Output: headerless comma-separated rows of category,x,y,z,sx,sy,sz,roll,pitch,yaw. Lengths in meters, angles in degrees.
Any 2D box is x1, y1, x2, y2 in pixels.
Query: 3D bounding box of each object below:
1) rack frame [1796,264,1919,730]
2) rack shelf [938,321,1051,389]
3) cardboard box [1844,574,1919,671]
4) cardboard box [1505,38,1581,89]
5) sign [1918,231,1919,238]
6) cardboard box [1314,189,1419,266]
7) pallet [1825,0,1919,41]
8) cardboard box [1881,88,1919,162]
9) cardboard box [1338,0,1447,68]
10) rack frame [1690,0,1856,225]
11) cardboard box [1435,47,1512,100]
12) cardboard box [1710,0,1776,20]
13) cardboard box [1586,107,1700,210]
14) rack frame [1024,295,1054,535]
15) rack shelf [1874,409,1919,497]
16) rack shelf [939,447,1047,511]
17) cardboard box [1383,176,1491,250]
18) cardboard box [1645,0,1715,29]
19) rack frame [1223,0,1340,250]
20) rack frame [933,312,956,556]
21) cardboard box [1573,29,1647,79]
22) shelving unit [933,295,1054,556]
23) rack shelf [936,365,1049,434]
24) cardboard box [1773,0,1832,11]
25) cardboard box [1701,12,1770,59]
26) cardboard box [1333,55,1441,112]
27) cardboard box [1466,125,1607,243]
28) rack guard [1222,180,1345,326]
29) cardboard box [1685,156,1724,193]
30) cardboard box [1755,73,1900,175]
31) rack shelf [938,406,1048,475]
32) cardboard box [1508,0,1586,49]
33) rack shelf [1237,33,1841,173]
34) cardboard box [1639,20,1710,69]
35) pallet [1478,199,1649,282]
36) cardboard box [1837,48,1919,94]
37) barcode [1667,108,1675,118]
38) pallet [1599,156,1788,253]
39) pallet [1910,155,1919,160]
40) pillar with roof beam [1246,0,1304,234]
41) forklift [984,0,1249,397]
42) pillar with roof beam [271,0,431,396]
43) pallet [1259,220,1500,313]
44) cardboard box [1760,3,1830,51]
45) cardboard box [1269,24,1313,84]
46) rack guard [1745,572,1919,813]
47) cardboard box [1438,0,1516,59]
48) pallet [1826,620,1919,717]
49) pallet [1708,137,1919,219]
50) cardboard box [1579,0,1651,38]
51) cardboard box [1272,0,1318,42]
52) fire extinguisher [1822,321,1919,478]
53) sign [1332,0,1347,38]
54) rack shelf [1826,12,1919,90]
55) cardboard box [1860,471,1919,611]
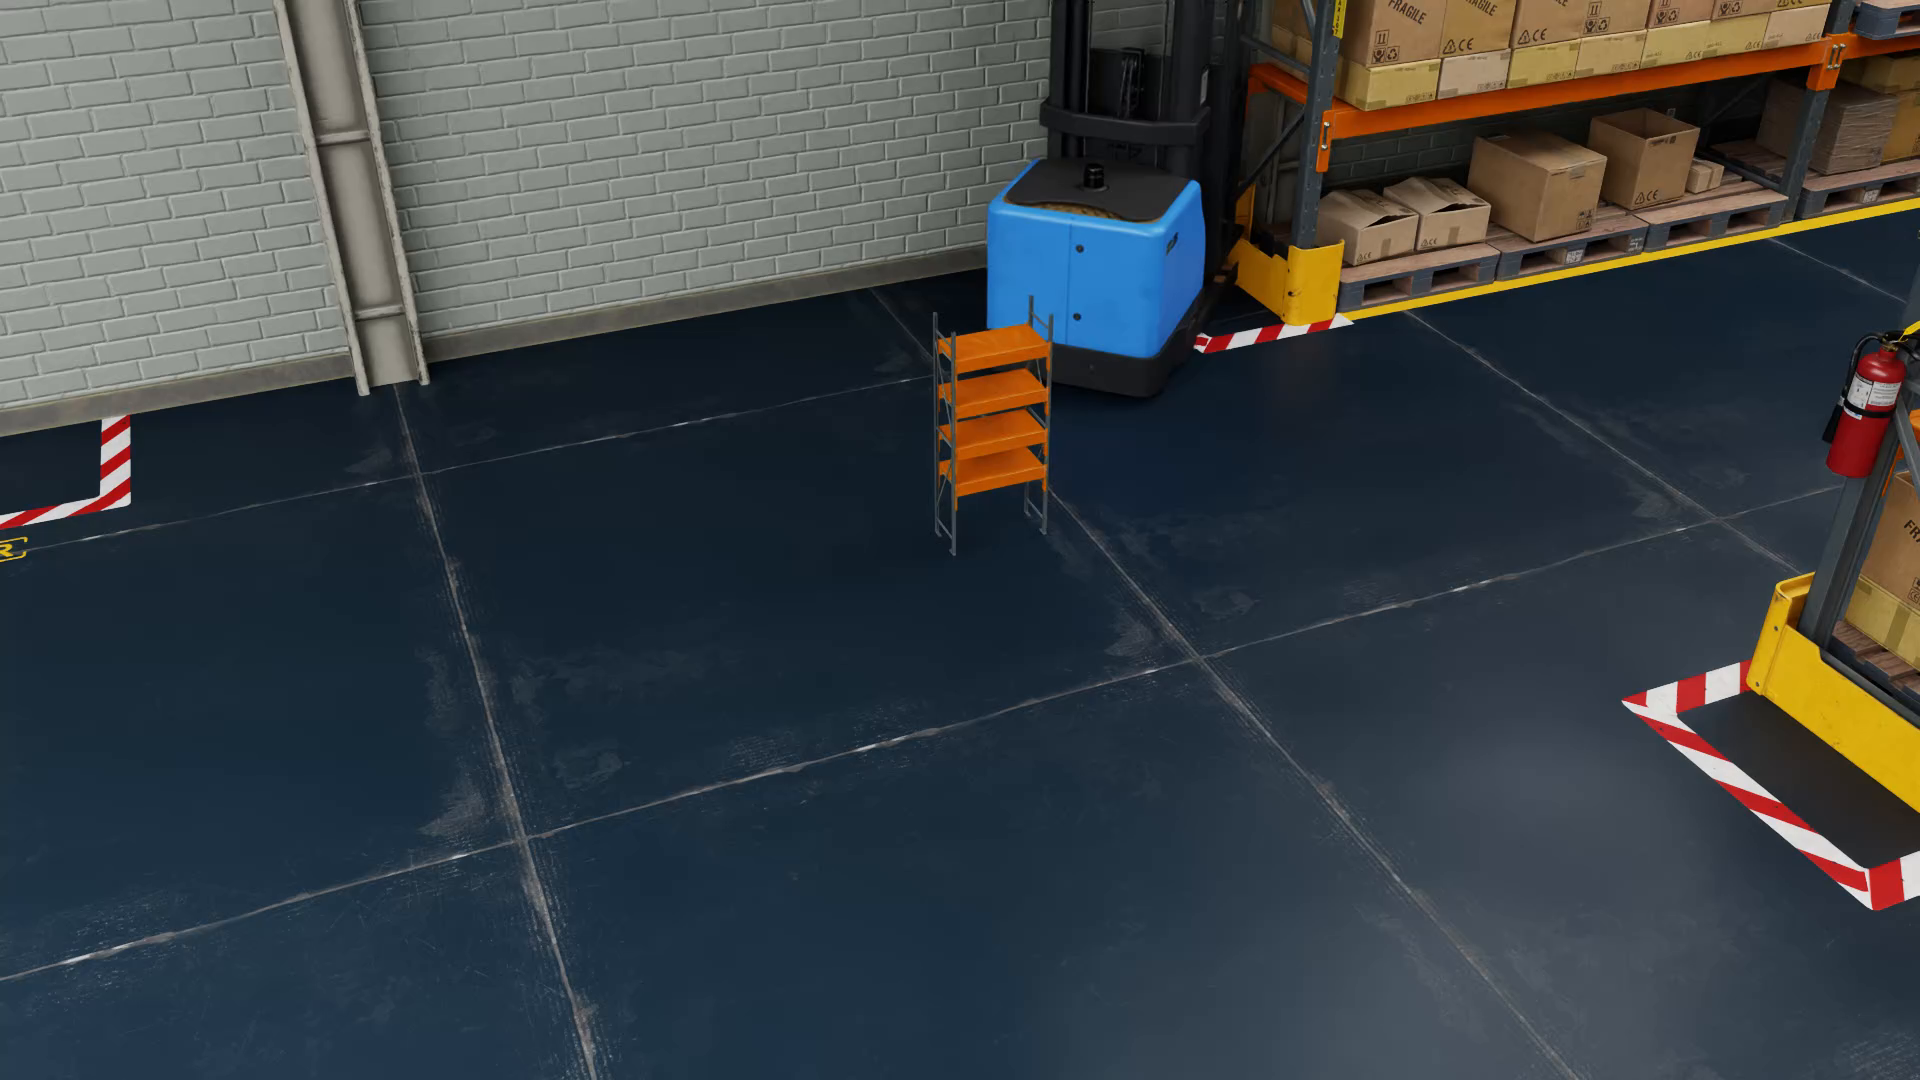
rack frame,3.831,-0.394,6.105,0.127,3.000,1.000,-13,35,-19
rack shelf,0.153,-0.867,7.762,0.480,0.148,0.258,-13,35,-19
cardboard box,4.211,0.321,7.142,0.500,0.250,0.500,-13,35,-19
cardboard box,3.428,-2.994,10.221,0.500,0.250,0.500,-13,35,-20
sign,3.634,-1.254,6.148,0.005,0.325,0.100,-13,35,-19
cardboard box,2.583,-2.042,10.700,0.500,0.311,0.500,-17,37,-24
pallet,6.359,-3.736,11.418,1.213,0.211,1.003,-13,35,-19
cardboard box,6.727,-3.163,12.250,0.500,0.500,0.700,-14,35,-20
cardboard box,2.466,-3.093,9.685,0.500,0.500,0.500,-13,35,-19
rack frame,5.598,-3.728,11.230,0.127,3.000,1.000,-13,35,-19
cardboard box,2.956,-2.890,10.060,0.500,0.250,0.500,-14,36,-20
cardboard box,4.824,-3.625,10.502,0.500,0.500,0.500,-13,35,-19
cardboard box,4.657,-2.626,11.424,0.500,0.500,0.500,-16,36,-22
rack frame,0.378,-0.589,8.056,0.015,1.200,0.240,-13,35,-19
rack shelf,5.675,-0.514,6.950,4.000,0.370,1.077,-13,35,-19
rack shelf,0.153,-0.315,8.121,0.480,0.148,0.258,-13,35,-19
cardboard box,3.108,-2.162,10.885,0.500,0.311,0.500,-10,34,-15
cardboard box,4.355,-3.524,10.347,0.500,0.500,0.500,-14,36,-20
rack frame,1.910,-2.884,9.932,0.127,3.000,1.000,-13,35,-19
rack frame,-0.072,-0.486,7.897,0.015,1.200,0.240,-13,35,-19
cardboard box,3.895,-3.100,10.383,0.500,0.250,0.500,-13,35,-19
shelving unit,0.153,-0.538,7.976,0.503,1.200,0.258,-13,35,-19
rack shelf,0.153,-0.669,7.891,0.480,0.148,0.258,-13,35,-19
cardboard box,5.282,-3.733,10.668,0.500,0.500,0.500,-13,35,-19
cardboard box,4.816,-3.320,10.722,0.500,0.250,0.500,-13,35,-19
cardboard box,2.483,-2.773,9.880,0.500,0.250,0.500,-14,36,-20
cardboard box,3.804,-2.372,11.033,0.500,0.500,0.700,-15,36,-22
rack guard,1.980,-1.852,10.638,0.348,0.500,1.175,-13,35,-19
cardboard box,5.116,-2.597,11.686,0.250,0.166,0.380,-18,37,-25
cardboard box,6.270,-3.029,12.043,0.500,0.500,0.700,-12,35,-17
rack shelf,0.153,-0.481,8.013,0.480,0.148,0.258,-13,35,-19
cardboard box,3.405,-3.299,10.001,0.500,0.500,0.500,-14,36,-20
rack shelf,3.754,-3.005,10.777,4.000,0.370,1.077,-13,35,-19
cardboard box,4.358,-3.207,10.547,0.500,0.250,0.500,-13,35,-19
pallet,3.866,-2.140,11.346,1.213,0.211,1.003,-13,35,-19
cardboard box,6.675,-3.438,11.984,0.500,0.250,0.500,-14,35,-20
barcode,5.007,-3.006,11.715,0.075,0.075,0.001,-13,35,-19
pallet,4.993,-2.400,11.745,1.213,0.211,1.003,-13,35,-19
pallet,7.442,-2.984,12.643,1.213,0.211,1.003,-13,35,-19
pillar with roof beam,3.887,-3.816,5.864,0.400,9.000,9.100,-13,35,-19
forklift,1.156,-2.825,9.904,1.130,2.935,3.031,12,35,18
pillar with roof beam,-1.645,-2.550,3.917,0.400,9.000,9.100,-13,35,-19
pallet,2.743,-1.885,10.953,1.213,0.211,1.003,-13,35,-19
cardboard box,5.279,-3.422,10.877,0.500,0.250,0.500,-13,35,-19
cardboard box,2.266,-3.026,10.269,0.500,0.250,0.500,-12,35,-18
rack guard,3.809,0.659,6.779,0.348,0.500,1.175,-13,35,-19
cardboard box,2.926,-3.193,9.838,0.500,0.500,0.500,-13,35,-19
pallet,4.520,0.593,7.146,1.213,0.211,1.003,-13,35,-19
pallet,6.315,-2.725,12.244,1.213,0.211,1.003,-13,35,-19
cardboard box,3.876,-3.414,10.178,0.500,0.500,0.500,-12,35,-17
cardboard box,2.262,-3.350,10.080,0.500,0.500,0.500,-13,35,-19
fire extinguisher,3.542,-0.570,6.446,0.183,0.674,0.296,-13,35,-19
sign,2.120,-2.974,9.277,0.005,0.325,0.100,-13,35,-19
rack shelf,7.442,-3.849,12.075,4.000,0.370,1.077,-13,35,-19
cardboard box,4.210,0.006,6.940,0.500,0.500,0.500,-13,35,-19
